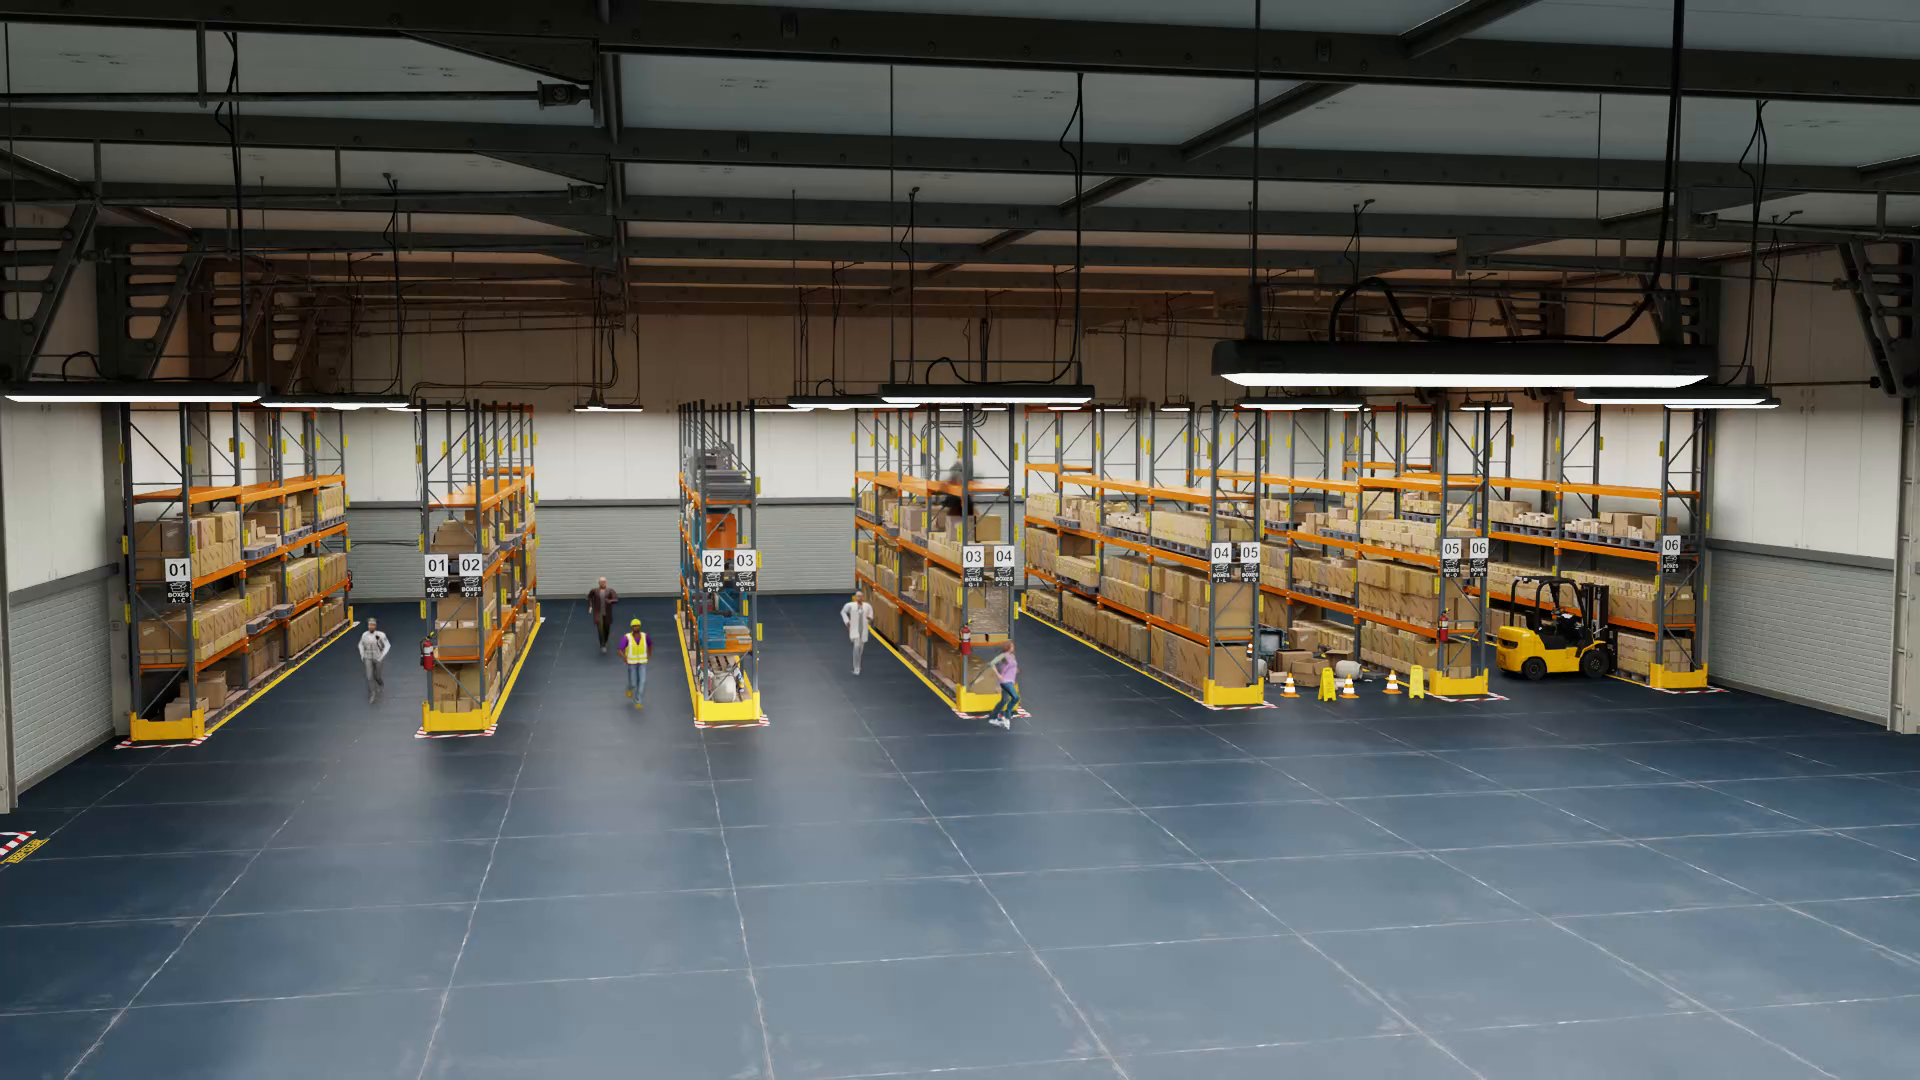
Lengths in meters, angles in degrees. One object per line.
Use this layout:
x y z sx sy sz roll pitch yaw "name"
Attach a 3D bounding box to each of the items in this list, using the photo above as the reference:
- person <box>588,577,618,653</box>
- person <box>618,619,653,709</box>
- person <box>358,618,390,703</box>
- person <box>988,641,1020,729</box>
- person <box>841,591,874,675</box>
-8.590 1.779 40.032 0.698 1.770 1.065 -1 5 -17 "person"
-6.314 2.410 32.486 0.700 1.739 0.801 -2 5 -24 "person"
-11.754 2.386 33.370 0.636 1.683 0.726 -1 4 -9 "person"
0.840 2.641 30.531 0.615 1.592 0.535 2 5 20 "person"
-2.250 2.059 36.935 0.681 1.850 0.857 -2 5 -21 "person"
